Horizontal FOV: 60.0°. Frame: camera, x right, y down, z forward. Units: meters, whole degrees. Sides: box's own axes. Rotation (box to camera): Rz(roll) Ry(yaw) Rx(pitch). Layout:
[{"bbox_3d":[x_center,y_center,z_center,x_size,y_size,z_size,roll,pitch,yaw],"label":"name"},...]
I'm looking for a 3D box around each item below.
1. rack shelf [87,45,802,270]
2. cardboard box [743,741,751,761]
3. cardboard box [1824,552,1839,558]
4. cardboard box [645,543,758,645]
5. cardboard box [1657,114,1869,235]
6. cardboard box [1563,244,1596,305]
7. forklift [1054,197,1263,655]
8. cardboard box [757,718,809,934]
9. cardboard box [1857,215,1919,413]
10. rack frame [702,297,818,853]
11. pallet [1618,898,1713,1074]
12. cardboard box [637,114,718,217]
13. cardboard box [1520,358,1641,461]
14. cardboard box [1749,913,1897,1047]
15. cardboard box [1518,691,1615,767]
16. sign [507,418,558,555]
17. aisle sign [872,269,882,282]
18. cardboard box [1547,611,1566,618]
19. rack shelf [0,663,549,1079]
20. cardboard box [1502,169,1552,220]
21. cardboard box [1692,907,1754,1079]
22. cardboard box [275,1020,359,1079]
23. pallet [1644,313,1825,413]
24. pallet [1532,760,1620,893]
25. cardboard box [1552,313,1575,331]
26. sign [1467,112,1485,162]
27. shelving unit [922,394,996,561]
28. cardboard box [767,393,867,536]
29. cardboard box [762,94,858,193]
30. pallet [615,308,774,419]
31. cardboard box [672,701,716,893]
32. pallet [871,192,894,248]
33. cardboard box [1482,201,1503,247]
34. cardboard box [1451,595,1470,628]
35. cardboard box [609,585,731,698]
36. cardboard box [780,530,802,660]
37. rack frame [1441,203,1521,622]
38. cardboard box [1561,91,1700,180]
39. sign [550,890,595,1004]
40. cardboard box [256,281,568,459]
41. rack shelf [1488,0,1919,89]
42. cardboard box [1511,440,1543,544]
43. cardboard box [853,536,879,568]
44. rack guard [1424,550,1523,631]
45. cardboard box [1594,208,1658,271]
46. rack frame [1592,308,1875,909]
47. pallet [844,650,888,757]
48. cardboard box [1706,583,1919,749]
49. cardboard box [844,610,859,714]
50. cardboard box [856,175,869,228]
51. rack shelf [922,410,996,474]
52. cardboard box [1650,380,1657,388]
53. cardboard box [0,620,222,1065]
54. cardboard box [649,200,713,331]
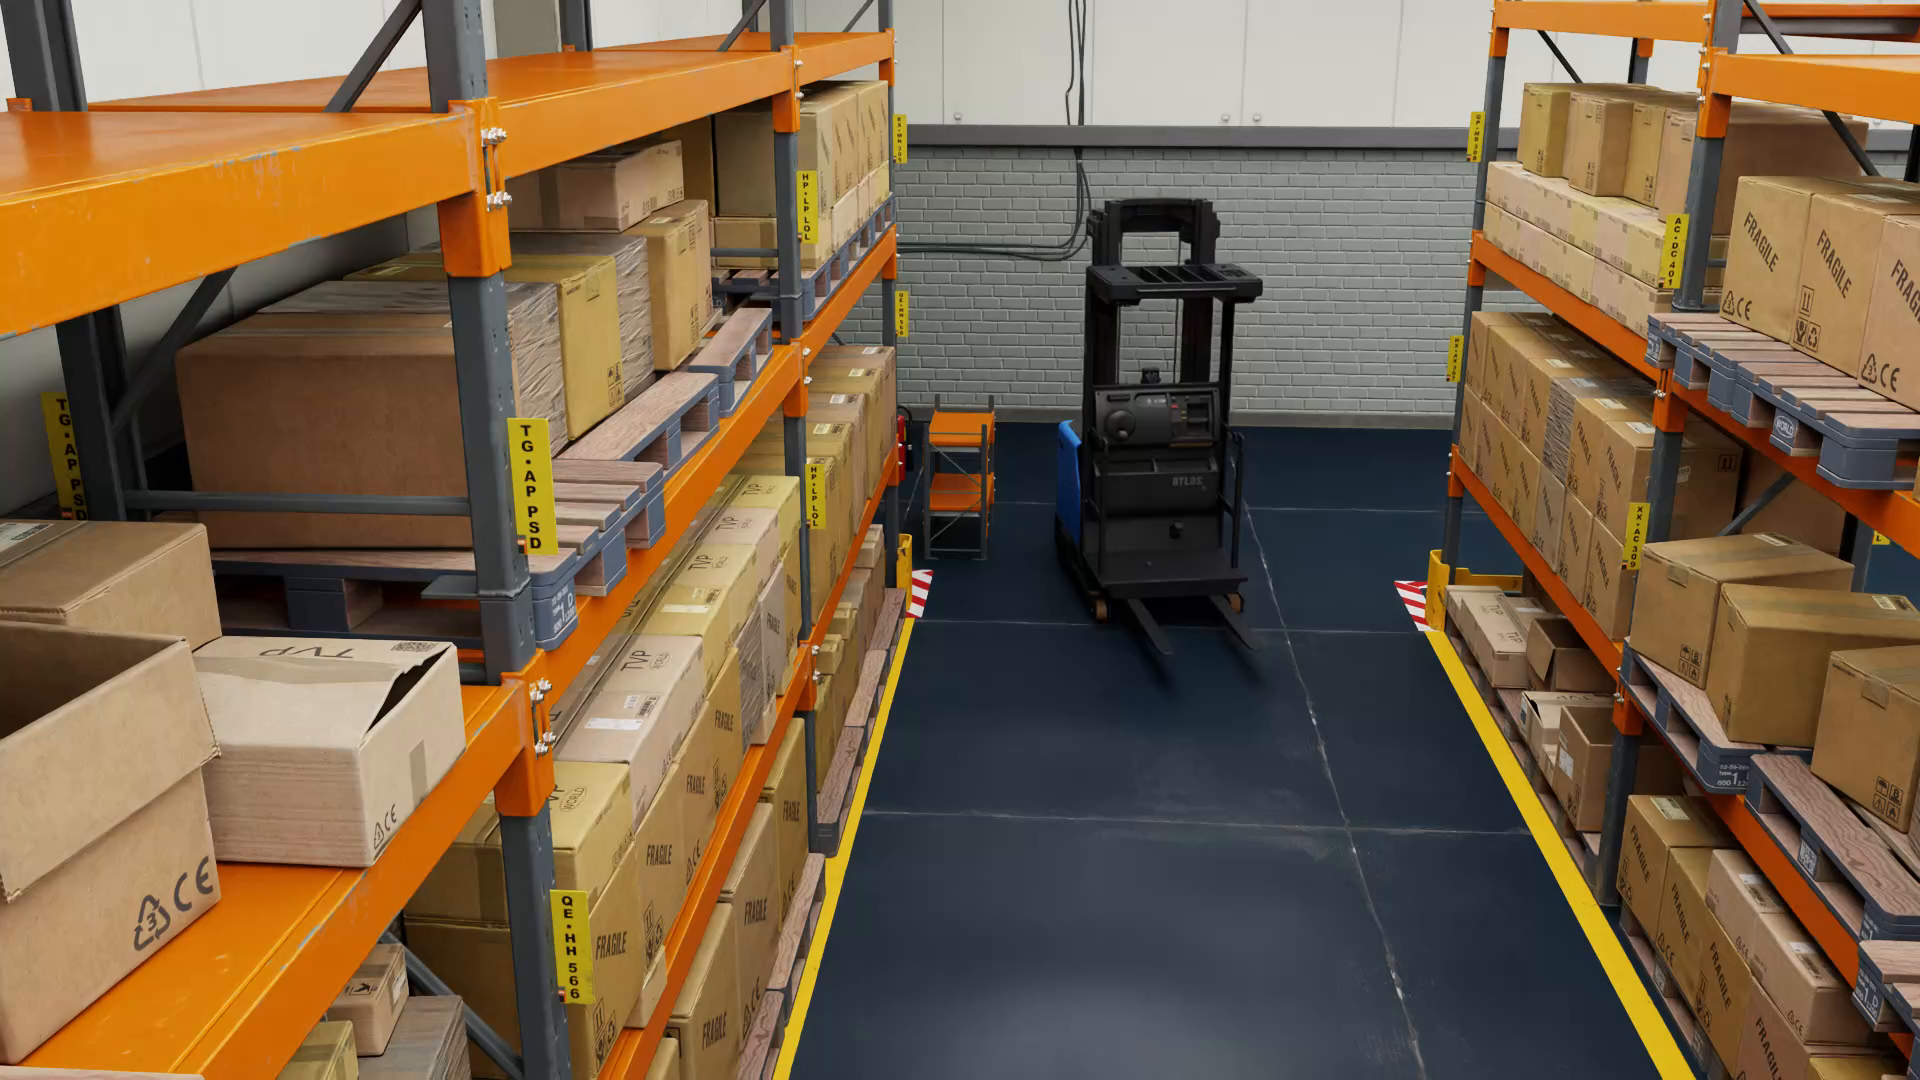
[{"bbox_3d":[-1.384,-1.403,5.549,1.077,0.370,4.000,1,18,4],"label":"rack shelf"},{"bbox_3d":[-1.084,0.833,6.936,0.380,0.149,0.250,1,18,4],"label":"cardboard box"},{"bbox_3d":[4.009,0.205,8.320,0.500,0.500,0.500,2,18,5],"label":"cardboard box"},{"bbox_3d":[-1.102,0.208,6.595,0.500,0.250,0.500,2,18,5],"label":"cardboard box"},{"bbox_3d":[3.698,-1.695,7.696,0.700,0.500,0.500,1,18,4],"label":"cardboard box"},{"bbox_3d":[3.544,-1.417,8.854,0.500,0.250,0.500,1,18,4],"label":"cardboard box"},{"bbox_3d":[1.478,-0.911,11.997,1.130,2.935,3.031,-2,18,-7],"label":"forklift"},{"bbox_3d":[-1.157,1.322,7.849,0.750,0.750,0.750,1,18,5],"label":"cardboard box"},{"bbox_3d":[3.498,-0.746,5.570,0.600,0.600,0.600,1,18,2],"label":"cardboard box"},{"bbox_3d":[-1.240,0.295,8.205,1.000,3.000,0.127,1,18,4],"label":"rack frame"},{"bbox_3d":[3.680,1.983,7.532,1.003,0.211,1.213,1,18,4],"label":"pallet"},{"bbox_3d":[-1.423,-1.885,8.241,0.500,0.500,0.500,1,18,3],"label":"cardboard box"},{"bbox_3d":[3.587,-0.753,9.637,0.500,0.500,0.500,1,18,3],"label":"cardboard box"},{"bbox_3d":[3.316,1.638,6.210,0.500,0.250,0.500,1,18,3],"label":"cardboard box"},{"bbox_3d":[3.513,1.057,9.491,0.500,0.311,0.500,1,18,4],"label":"cardboard box"},{"bbox_3d":[-0.986,-0.121,3.827,0.100,0.325,0.005,1,18,4],"label":"sign"},{"bbox_3d":[-0.649,-2.198,11.639,0.394,0.787,0.004,1,18,4],"label":"aisle sign"},{"bbox_3d":[4.076,0.598,11.125,0.380,0.166,0.250,1,18,4],"label":"cardboard box"},{"bbox_3d":[-1.670,1.075,2.163,1.077,0.370,4.000,1,18,4],"label":"rack shelf"},{"bbox_3d":[3.648,-2.121,10.198,0.500,0.250,0.500,1,18,4],"label":"cardboard box"},{"bbox_3d":[3.353,1.849,6.770,0.500,0.500,0.500,2,18,5],"label":"cardboard box"},{"bbox_3d":[-1.530,1.181,3.593,0.380,0.149,0.250,-2,18,-5],"label":"cardboard box"},{"bbox_3d":[3.584,-0.731,6.820,1.213,0.211,1.003,1,18,4],"label":"pallet"},{"bbox_3d":[3.751,1.517,8.956,1.003,0.211,1.213,1,18,4],"label":"pallet"},{"bbox_3d":[4.230,-1.216,11.050,0.500,0.500,0.500,1,18,3],"label":"cardboard box"},{"bbox_3d":[3.446,-2.691,11.096,0.100,0.325,0.005,1,18,4],"label":"sign"},{"bbox_3d":[0.000,-0.537,13.754,0.538,1.125,1.048,1,18,4],"label":"shelving unit"},{"bbox_3d":[-1.085,-0.468,10.053,0.980,0.700,0.700,0,18,1],"label":"cardboard box"},{"bbox_3d":[-0.849,-2.191,9.176,0.500,0.500,0.500,1,18,4],"label":"cardboard box"},{"bbox_3d":[-1.257,-0.753,6.895,0.805,0.209,1.217,1,18,2],"label":"pallet"},{"bbox_3d":[-1.154,0.877,5.757,0.500,0.500,0.500,1,18,4],"label":"cardboard box"},{"bbox_3d":[-0.996,-2.100,10.839,1.003,0.211,1.213,1,18,4],"label":"pallet"},{"bbox_3d":[3.697,-2.038,10.749,0.500,0.250,0.500,1,18,4],"label":"cardboard box"},{"bbox_3d":[3.597,0.500,11.424,0.380,0.166,0.250,1,18,4],"label":"cardboard box"},{"bbox_3d":[-1.137,0.367,6.112,0.500,0.250,0.500,1,18,3],"label":"cardboard box"},{"bbox_3d":[-1.022,0.246,7.685,0.500,0.500,0.500,1,18,3],"label":"cardboard box"},{"bbox_3d":[3.988,-0.838,11.662,1.000,3.000,0.127,1,18,4],"label":"rack frame"},{"bbox_3d":[3.918,-2.315,9.587,0.700,0.500,0.500,1,18,4],"label":"cardboard box"},{"bbox_3d":[-0.985,1.034,4.217,0.100,0.325,0.005,1,18,4],"label":"sign"},{"bbox_3d":[-1.564,-0.462,4.832,0.700,0.500,0.500,0,18,1],"label":"cardboard box"},{"bbox_3d":[3.844,-2.724,8.945,1.077,0.370,4.000,1,18,4],"label":"rack shelf"},{"bbox_3d":[3.585,-0.282,9.805,0.500,0.500,0.500,2,18,5],"label":"cardboard box"},{"bbox_3d":[-0.749,0.076,11.172,0.380,0.149,0.250,2,18,5],"label":"cardboard box"},{"bbox_3d":[3.982,0.374,11.979,1.175,0.500,0.348,1,18,4],"label":"rack guard"},{"bbox_3d":[3.504,-1.499,8.302,0.500,0.250,0.500,1,18,4],"label":"cardboard box"},{"bbox_3d":[3.701,0.405,7.871,1.000,3.000,0.127,1,18,4],"label":"rack frame"},{"bbox_3d":[-1.023,1.006,10.514,1.003,0.211,1.213,1,18,4],"label":"pallet"},{"bbox_3d":[3.458,0.515,6.700,0.700,0.500,0.500,4,19,13],"label":"cardboard box"},{"bbox_3d":[-1.006,0.738,10.193,0.700,0.500,0.500,2,18,5],"label":"cardboard box"},{"bbox_3d":[-0.810,-1.992,9.772,0.500,0.250,0.500,1,18,2],"label":"cardboard box"},{"bbox_3d":[0.000,-0.815,13.663,0.538,0.278,1.000,1,18,4],"label":"rack shelf"},{"bbox_3d":[4.089,-0.578,9.103,0.500,0.500,0.500,1,18,2],"label":"cardboard box"},{"bbox_3d":[-1.712,0.454,2.705,0.797,0.503,0.637,4,19,12],"label":"cardboard box"},{"bbox_3d":[-1.413,-1.116,6.827,0.700,0.500,0.500,0,18,1],"label":"cardboard box"}]
